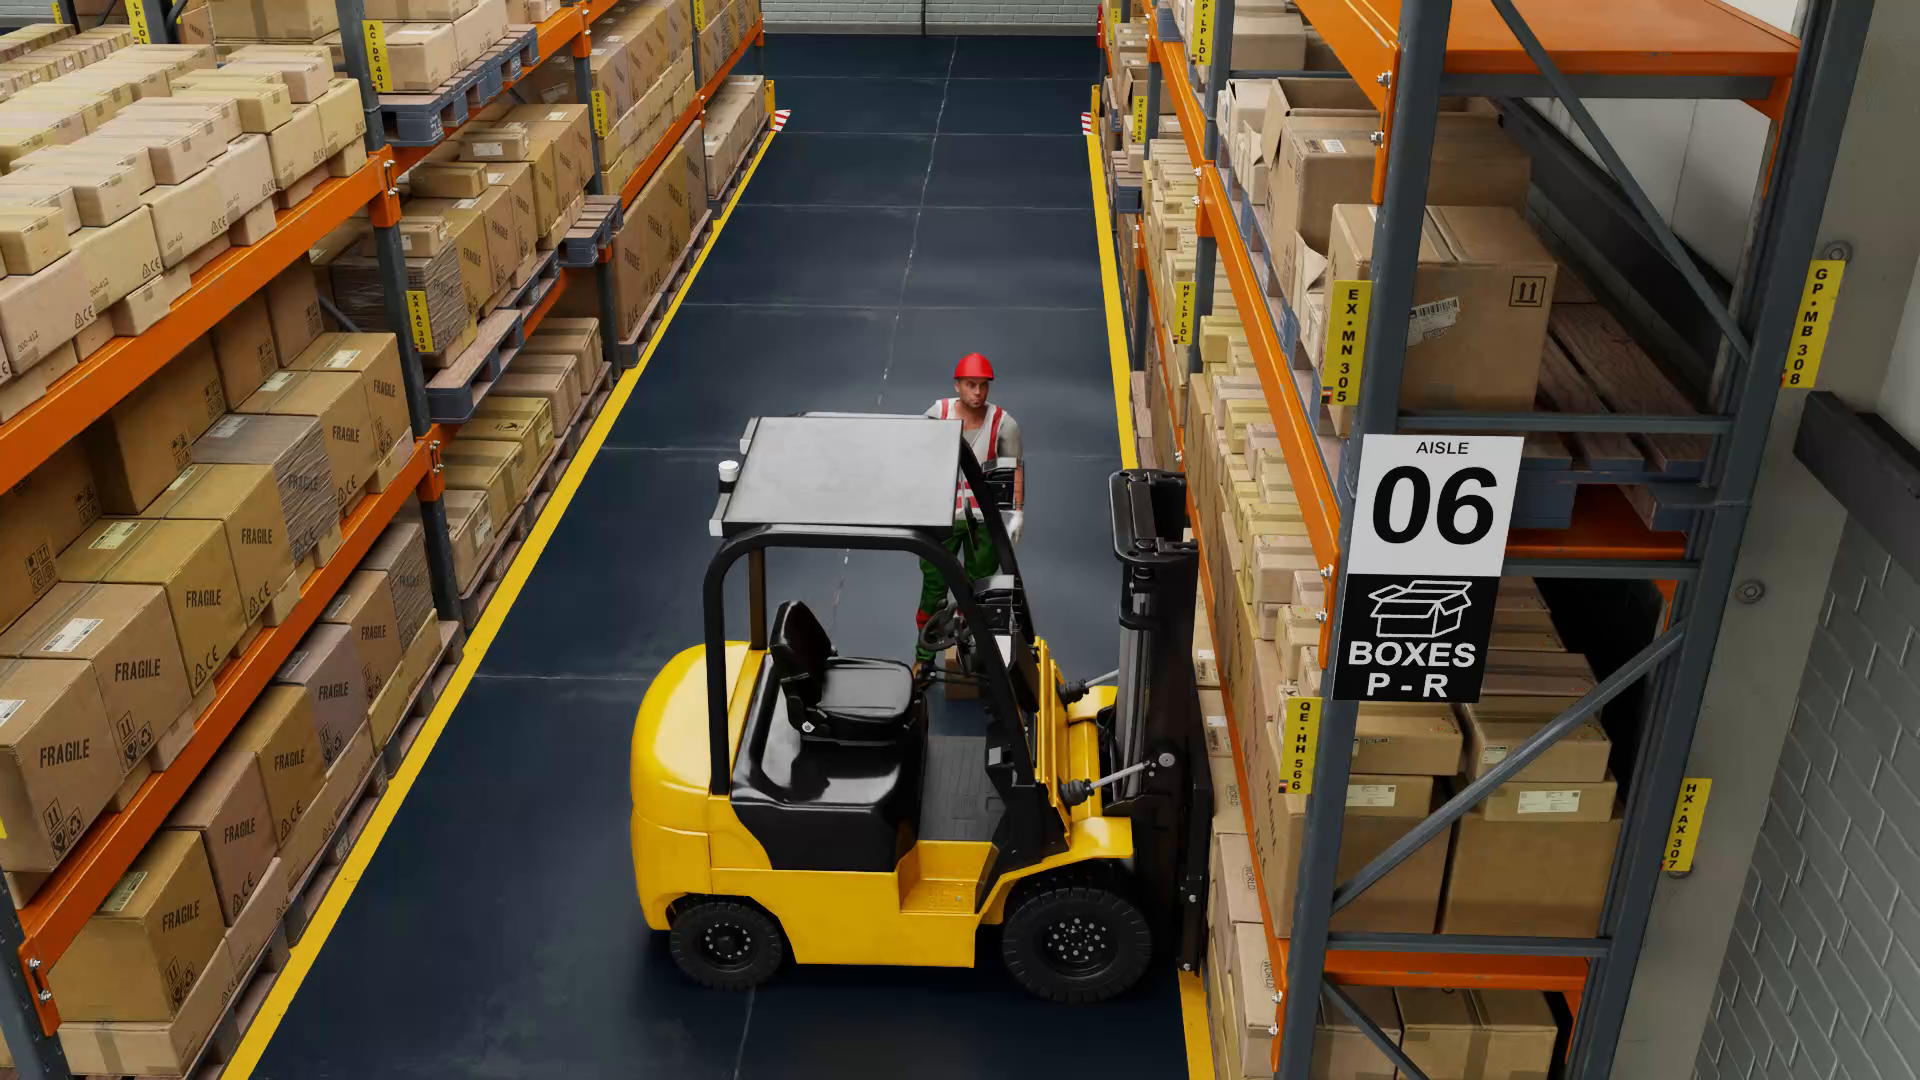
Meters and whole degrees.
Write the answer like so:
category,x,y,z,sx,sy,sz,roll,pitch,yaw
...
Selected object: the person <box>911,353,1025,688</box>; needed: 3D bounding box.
category,x,y,z,sx,sy,sz,roll,pitch,yaw
person,0.019,-0.095,8.756,0.638,1.787,0.565,1,28,2
